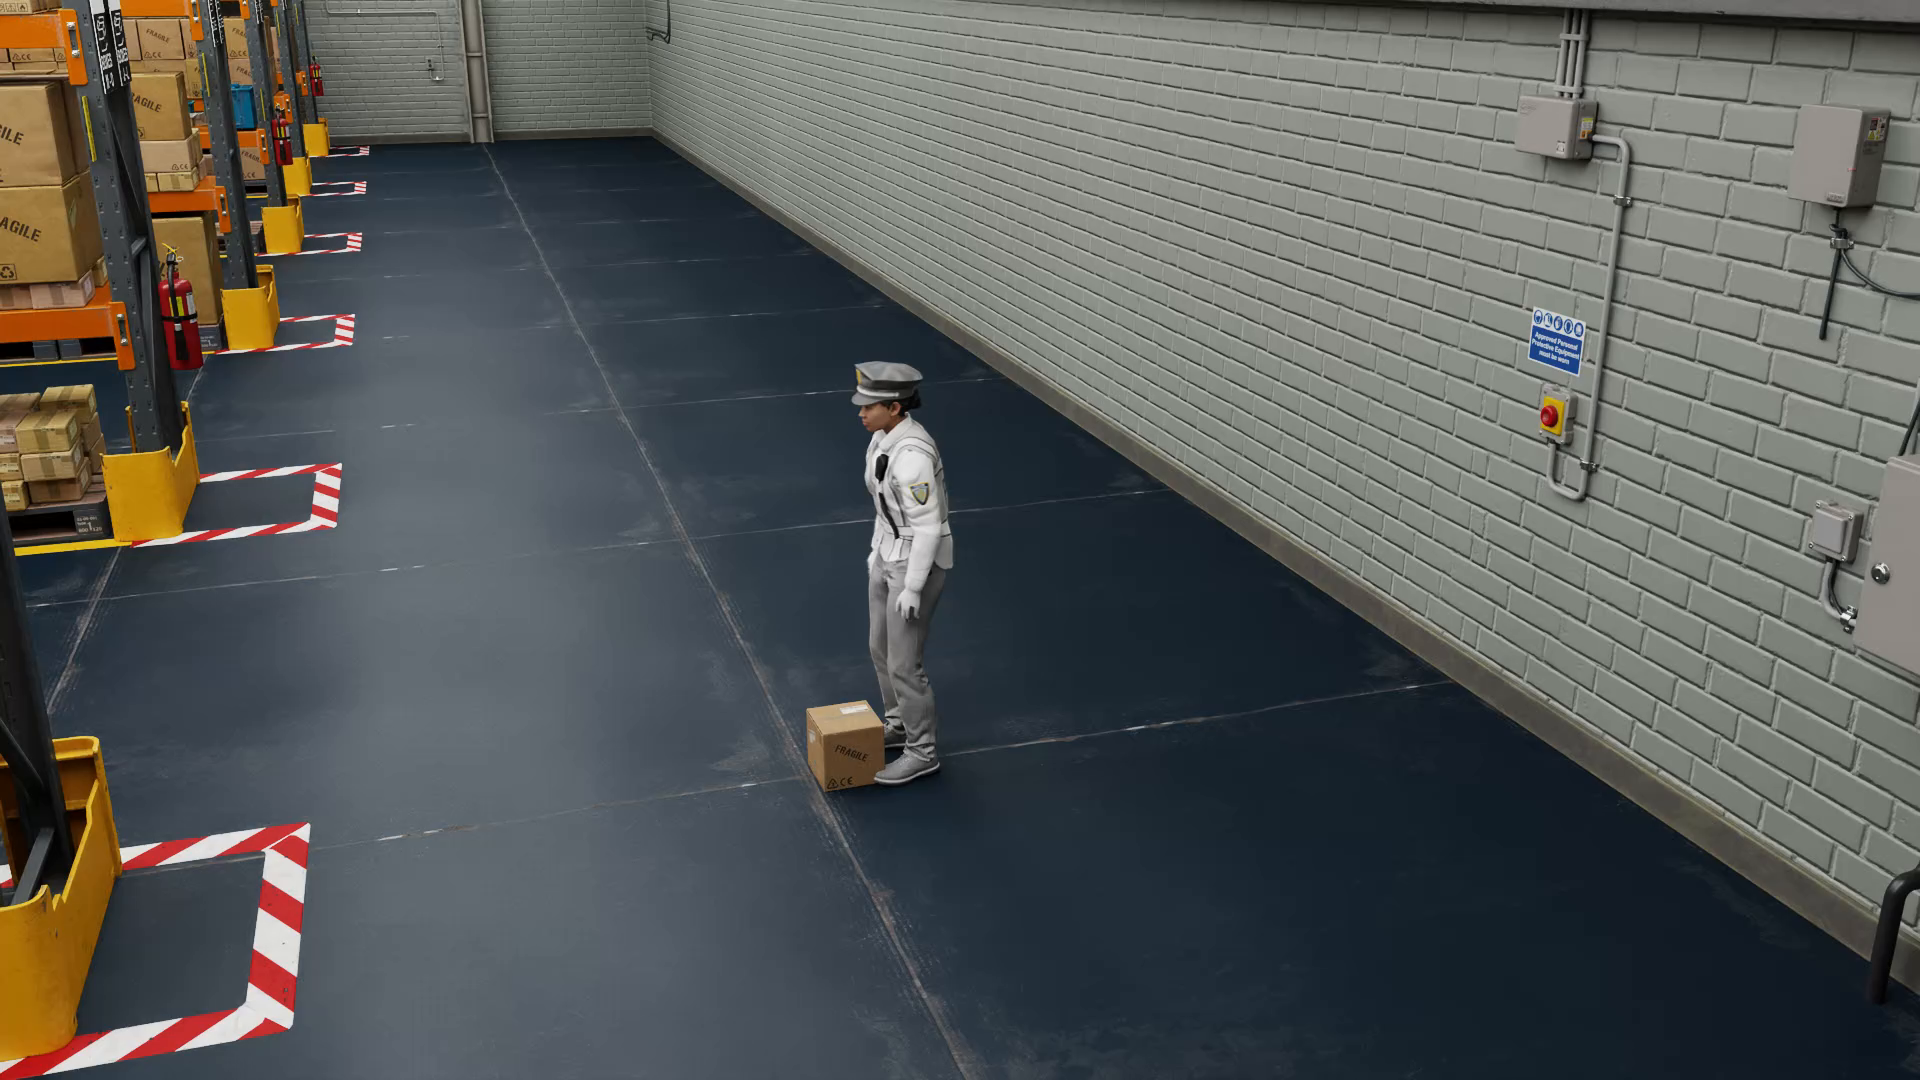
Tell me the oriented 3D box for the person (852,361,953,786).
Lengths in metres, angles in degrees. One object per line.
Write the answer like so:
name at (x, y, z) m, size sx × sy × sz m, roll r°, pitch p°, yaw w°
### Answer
person at (-0.228, 0.120, 6.453) m, size 0.373 × 1.662 × 0.526 m, roll -7°, pitch 20°, yaw -18°
